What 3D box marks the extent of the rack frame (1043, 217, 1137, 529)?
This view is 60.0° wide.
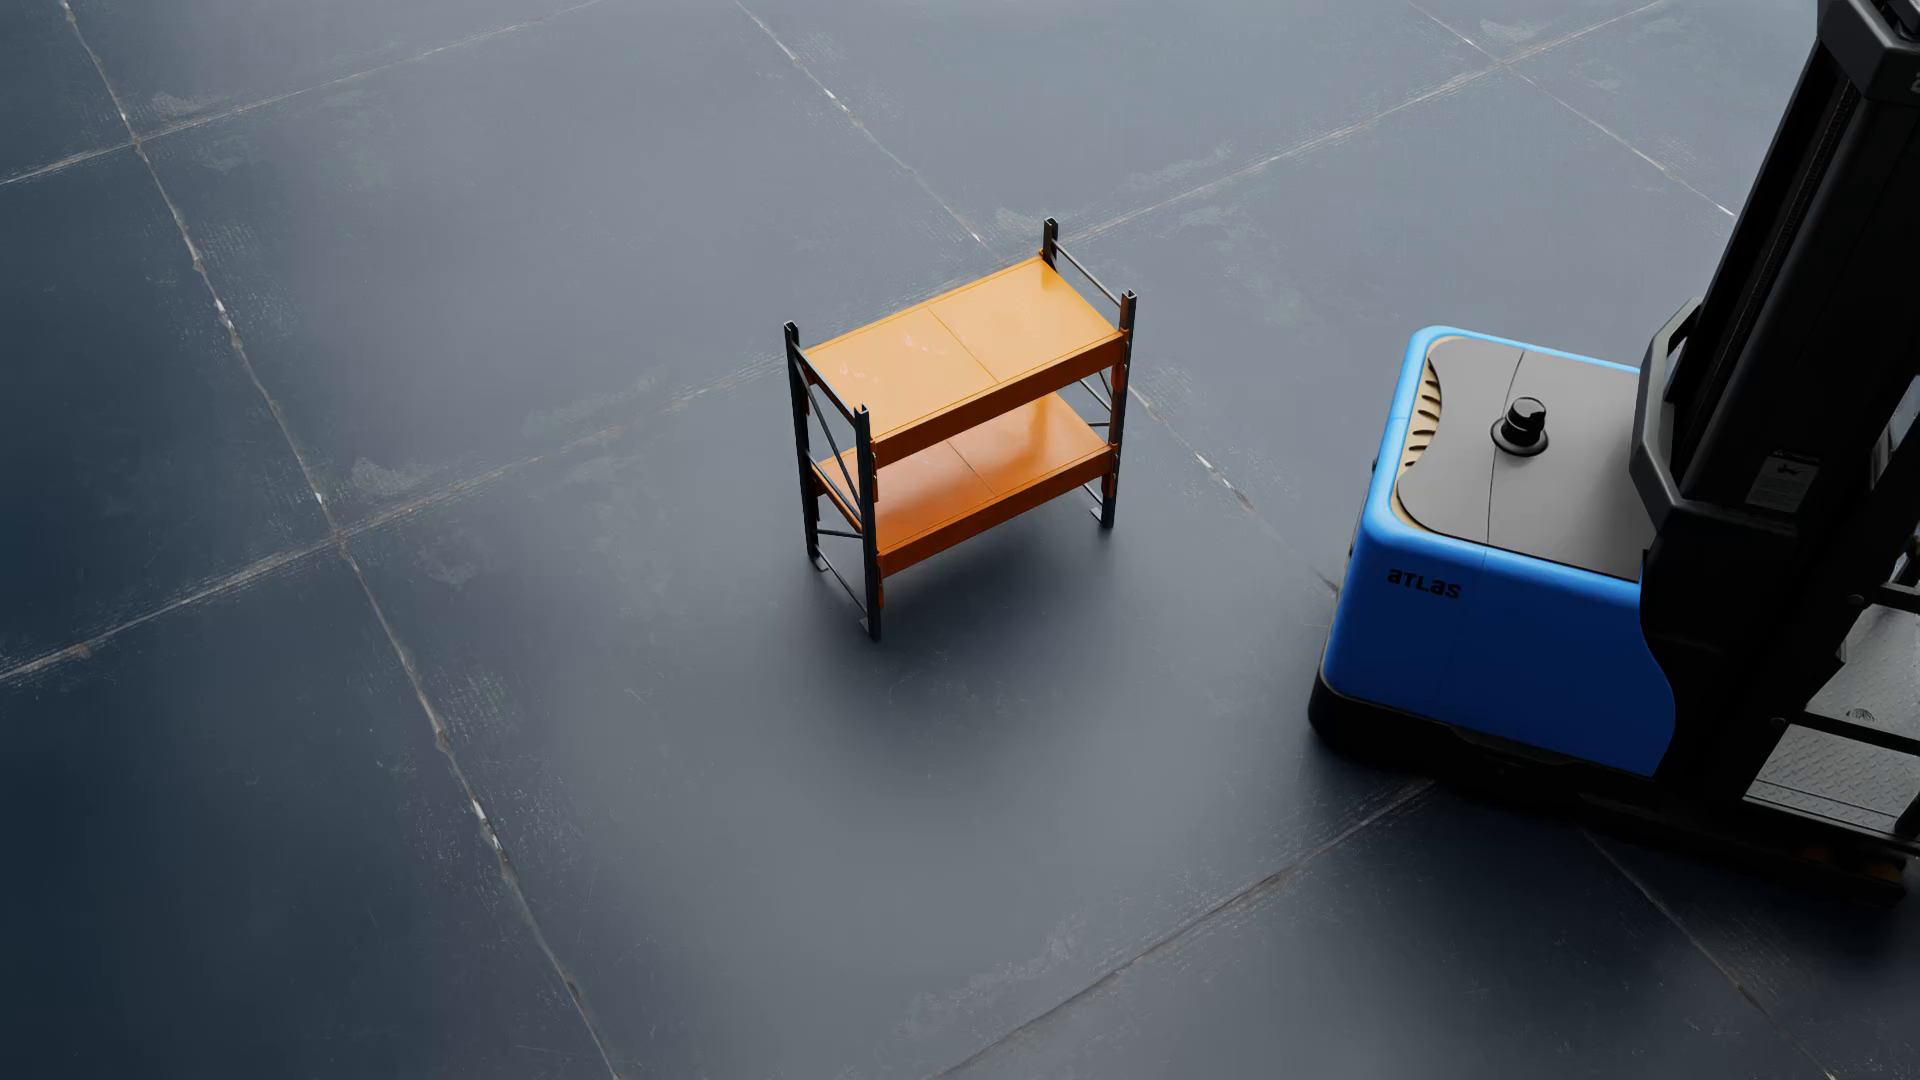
[{"bbox_3d":[0.436,-0.579,6.013,0.032,1.125,0.500,-25,53,-21],"label":"rack frame"}]

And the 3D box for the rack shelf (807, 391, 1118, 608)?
[{"bbox_3d":[0.006,-0.214,6.015,1.000,0.278,0.538,-25,53,-21],"label":"rack shelf"}]

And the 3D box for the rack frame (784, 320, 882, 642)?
[{"bbox_3d":[-0.424,-0.174,5.652,0.032,1.125,0.500,-25,53,-21],"label":"rack frame"}]

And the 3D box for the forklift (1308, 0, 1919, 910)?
[{"bbox_3d":[2.750,-0.275,4.532,3.031,2.935,1.130,15,50,13],"label":"forklift"}]

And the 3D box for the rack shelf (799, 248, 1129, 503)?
[{"bbox_3d":[0.006,-0.571,5.614,1.000,0.278,0.538,-25,53,-21],"label":"rack shelf"}]

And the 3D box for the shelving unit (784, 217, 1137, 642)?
[{"bbox_3d":[0.006,-0.377,5.832,1.048,1.125,0.538,-25,53,-21],"label":"shelving unit"}]
